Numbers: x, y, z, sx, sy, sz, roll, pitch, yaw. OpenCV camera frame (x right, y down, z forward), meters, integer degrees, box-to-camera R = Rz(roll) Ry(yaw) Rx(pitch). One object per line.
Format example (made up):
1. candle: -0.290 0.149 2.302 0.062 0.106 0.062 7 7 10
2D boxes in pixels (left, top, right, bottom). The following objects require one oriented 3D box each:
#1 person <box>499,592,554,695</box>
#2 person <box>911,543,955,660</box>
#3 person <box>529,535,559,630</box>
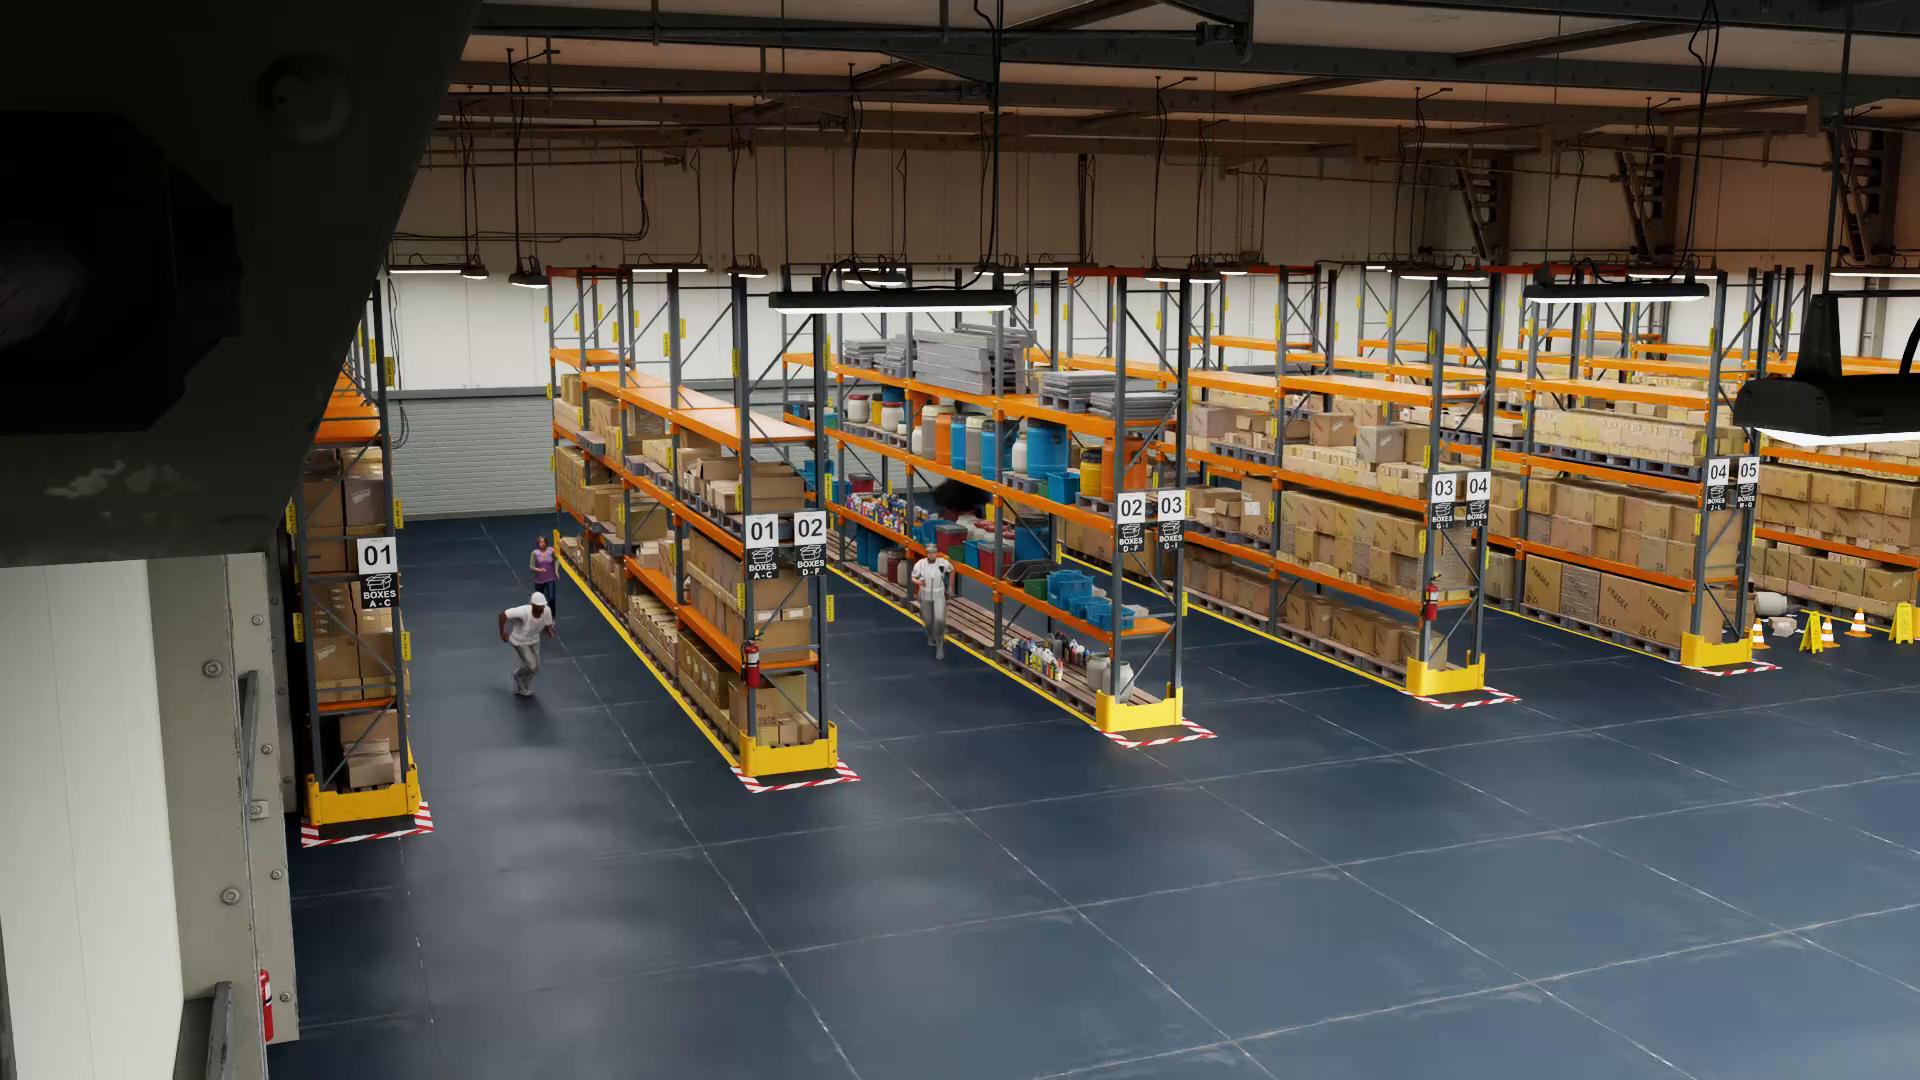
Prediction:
1. person: -6.128 1.488 23.568 0.838 1.578 0.735 9 13 41
2. person: -0.425 0.913 26.037 0.680 1.821 0.845 0 10 2
3. person: -6.961 0.718 27.914 0.508 1.604 0.667 -3 10 -17
